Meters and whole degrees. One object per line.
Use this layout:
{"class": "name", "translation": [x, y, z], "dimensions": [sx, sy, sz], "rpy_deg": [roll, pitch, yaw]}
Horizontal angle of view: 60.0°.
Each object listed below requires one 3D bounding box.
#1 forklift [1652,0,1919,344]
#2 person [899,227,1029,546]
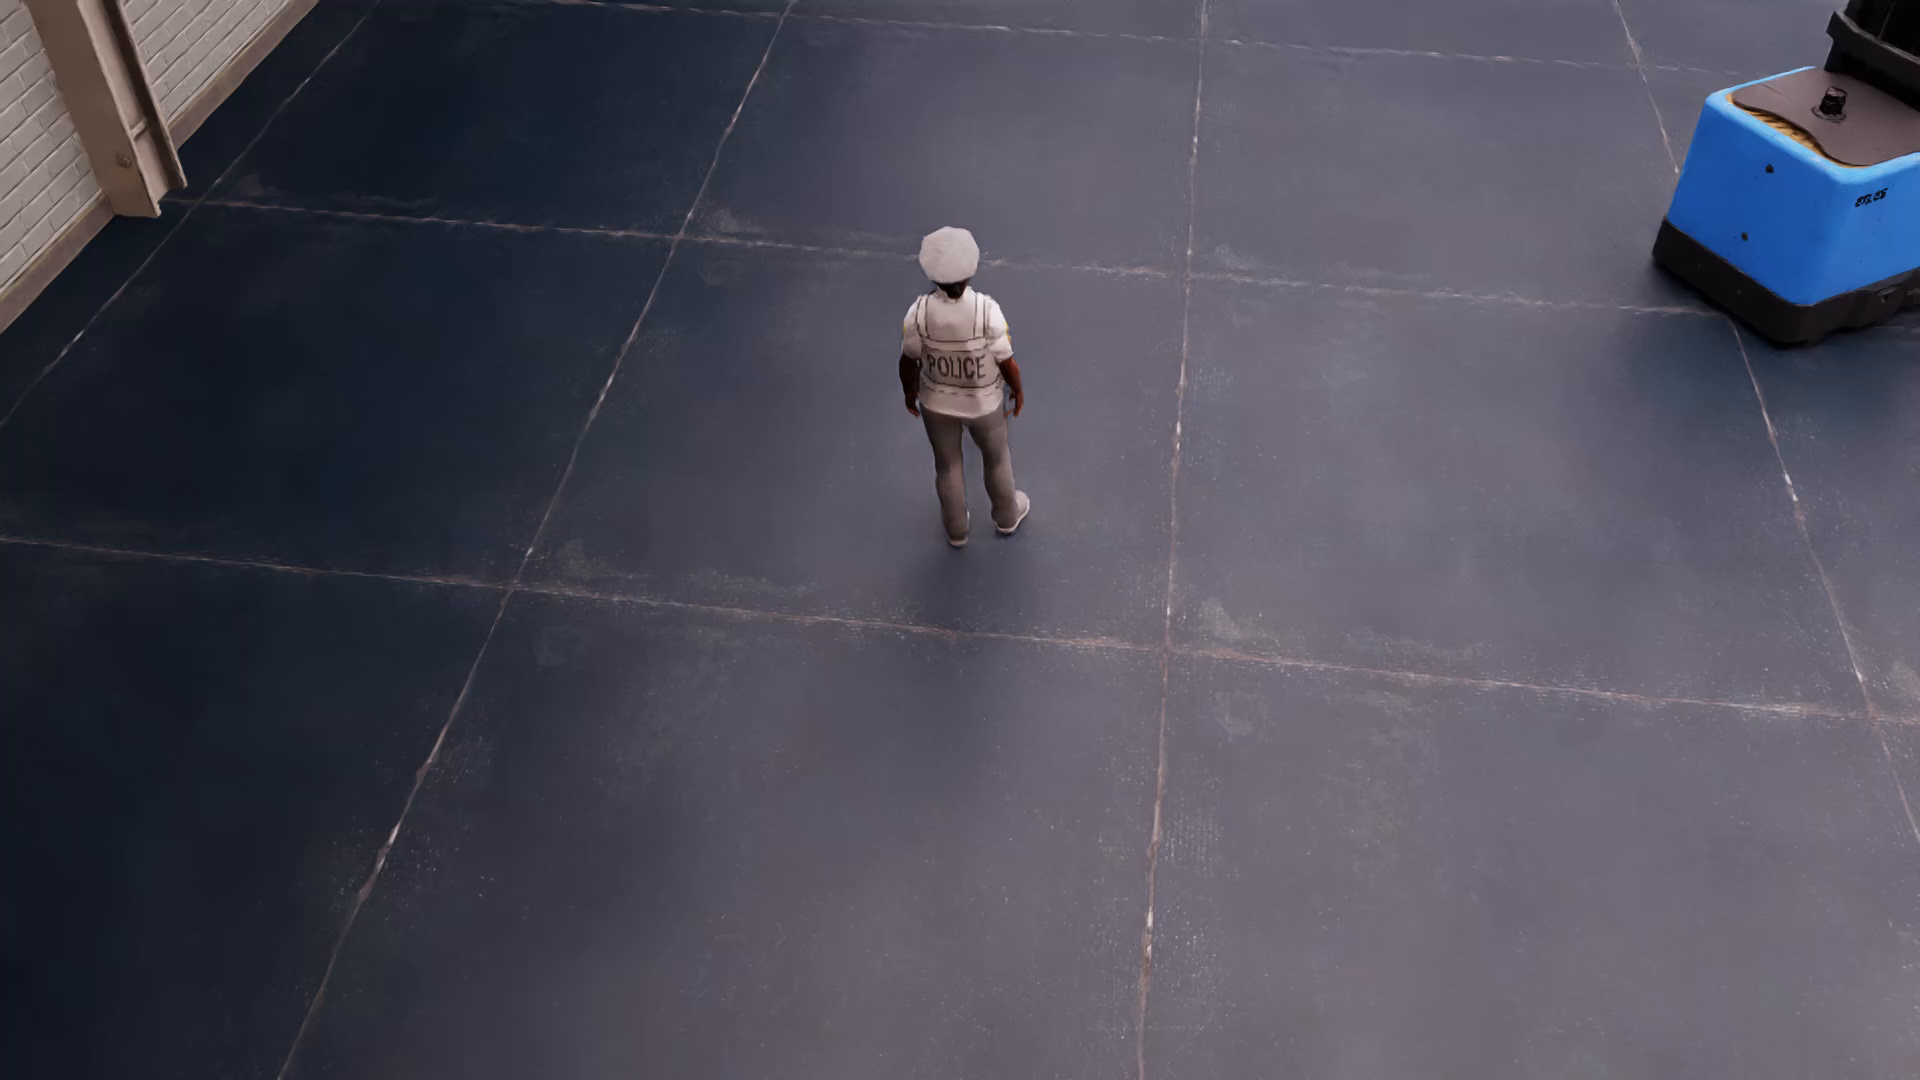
{"class": "forklift", "translation": [5.542, -2.827, 8.801], "dimensions": [3.031, 2.935, 1.130], "rpy_deg": [-18, 46, -19]}
{"class": "person", "translation": [0.029, -0.677, 7.366], "dimensions": [0.570, 1.693, 0.529], "rpy_deg": [5, 43, 6]}
